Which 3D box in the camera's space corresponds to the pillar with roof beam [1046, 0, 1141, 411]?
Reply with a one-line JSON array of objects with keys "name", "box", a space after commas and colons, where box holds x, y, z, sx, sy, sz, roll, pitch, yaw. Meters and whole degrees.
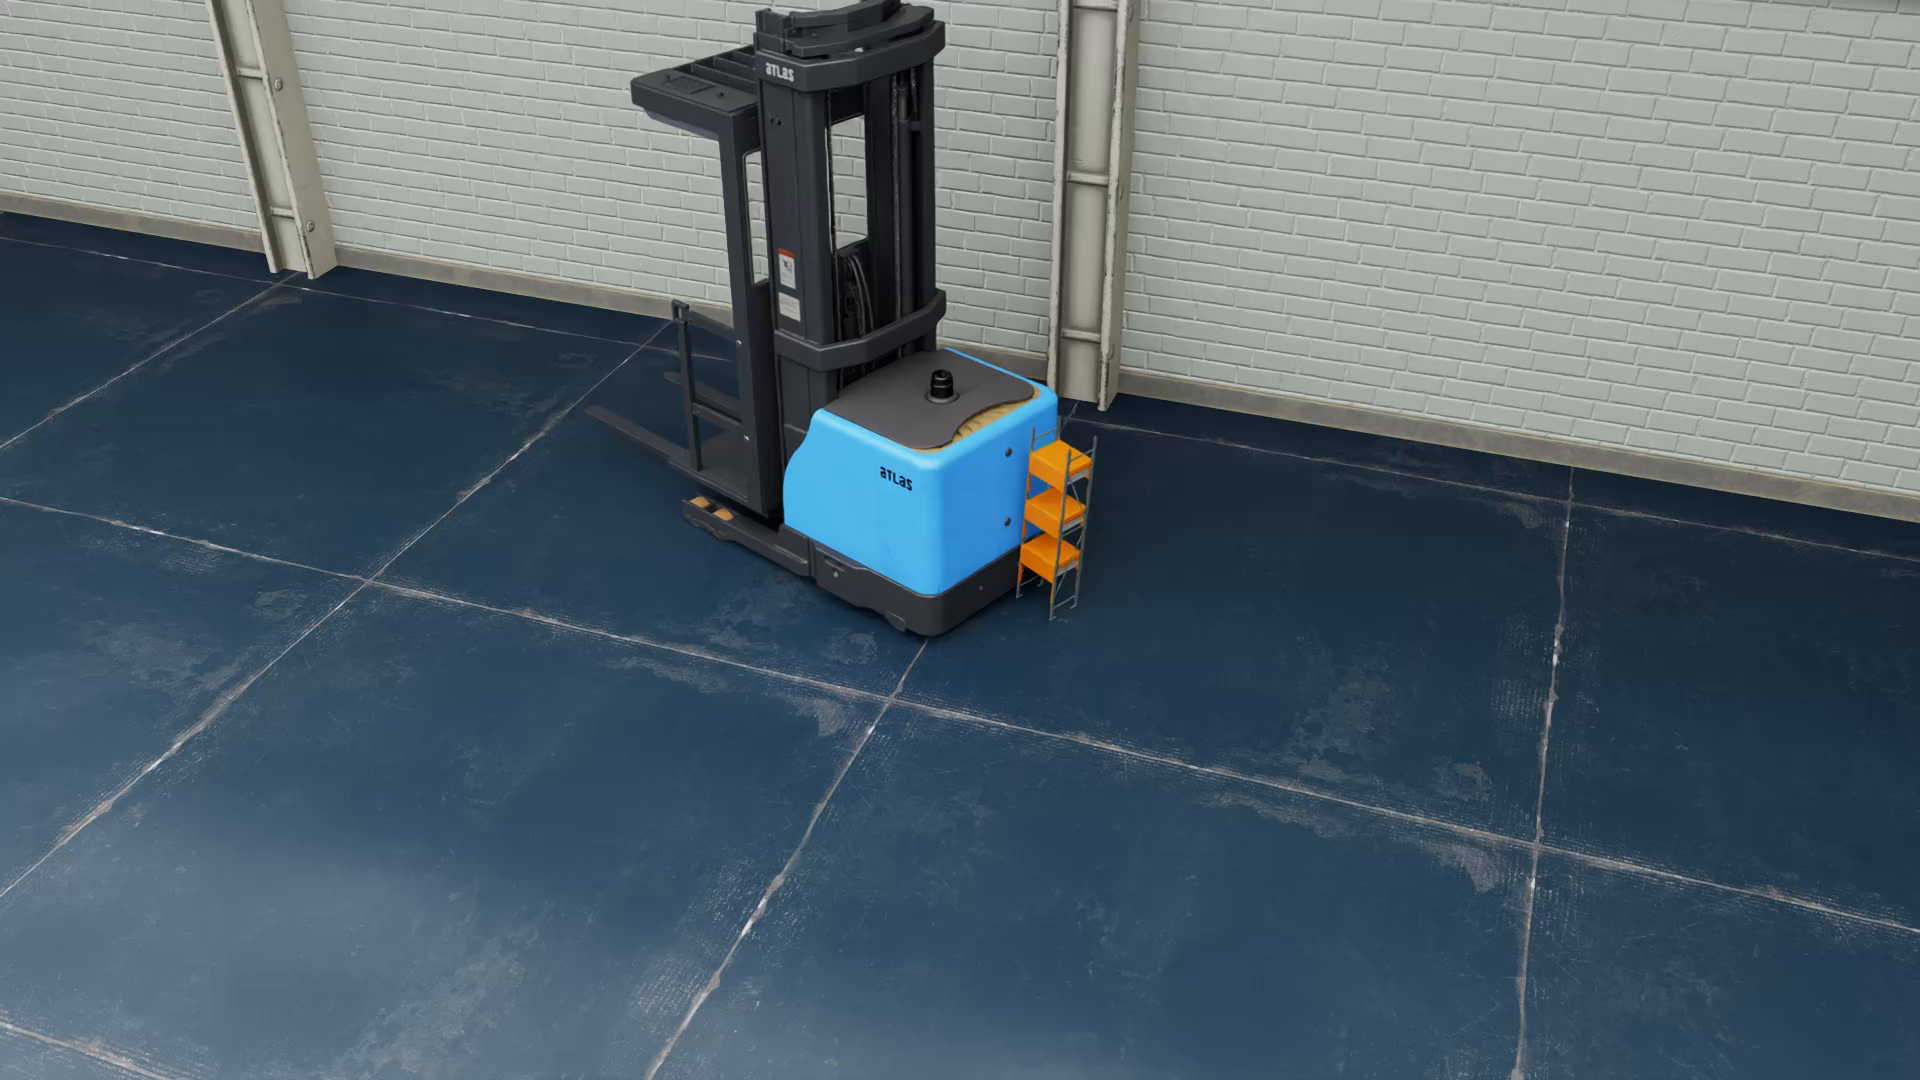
[{"name": "pillar with roof beam", "box": [-0.668, -2.508, 4.806, 0.400, 9.000, 9.100, 11, 34, 16]}]

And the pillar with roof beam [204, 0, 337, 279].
[{"name": "pillar with roof beam", "box": [-6.316, -3.606, 6.507, 0.400, 9.000, 9.100, 11, 34, 16]}]

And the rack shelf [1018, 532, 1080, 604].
[{"name": "rack shelf", "box": [0.464, 0.132, 8.560, 0.215, 0.259, 0.240, -27, 46, -35]}]

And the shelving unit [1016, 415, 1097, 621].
[{"name": "shelving unit", "box": [0.480, -0.101, 8.390, 0.215, 1.050, 0.252, -27, 46, -35]}]

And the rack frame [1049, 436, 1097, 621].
[{"name": "rack frame", "box": [0.564, -0.045, 8.321, 0.200, 1.050, 0.008, -27, 46, -35]}]

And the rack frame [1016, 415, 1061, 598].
[{"name": "rack frame", "box": [0.396, -0.157, 8.459, 0.200, 1.050, 0.008, -27, 46, -35]}]

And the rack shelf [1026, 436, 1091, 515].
[{"name": "rack shelf", "box": [0.495, -0.321, 8.229, 0.215, 0.259, 0.240, -27, 46, -35]}]

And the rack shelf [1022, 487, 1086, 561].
[{"name": "rack shelf", "box": [0.479, -0.092, 8.396, 0.215, 0.259, 0.240, -27, 46, -35]}]

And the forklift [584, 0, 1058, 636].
[{"name": "forklift", "box": [-0.922, -1.425, 8.722, 3.031, 2.935, 1.130, 26, 41, 34]}]
